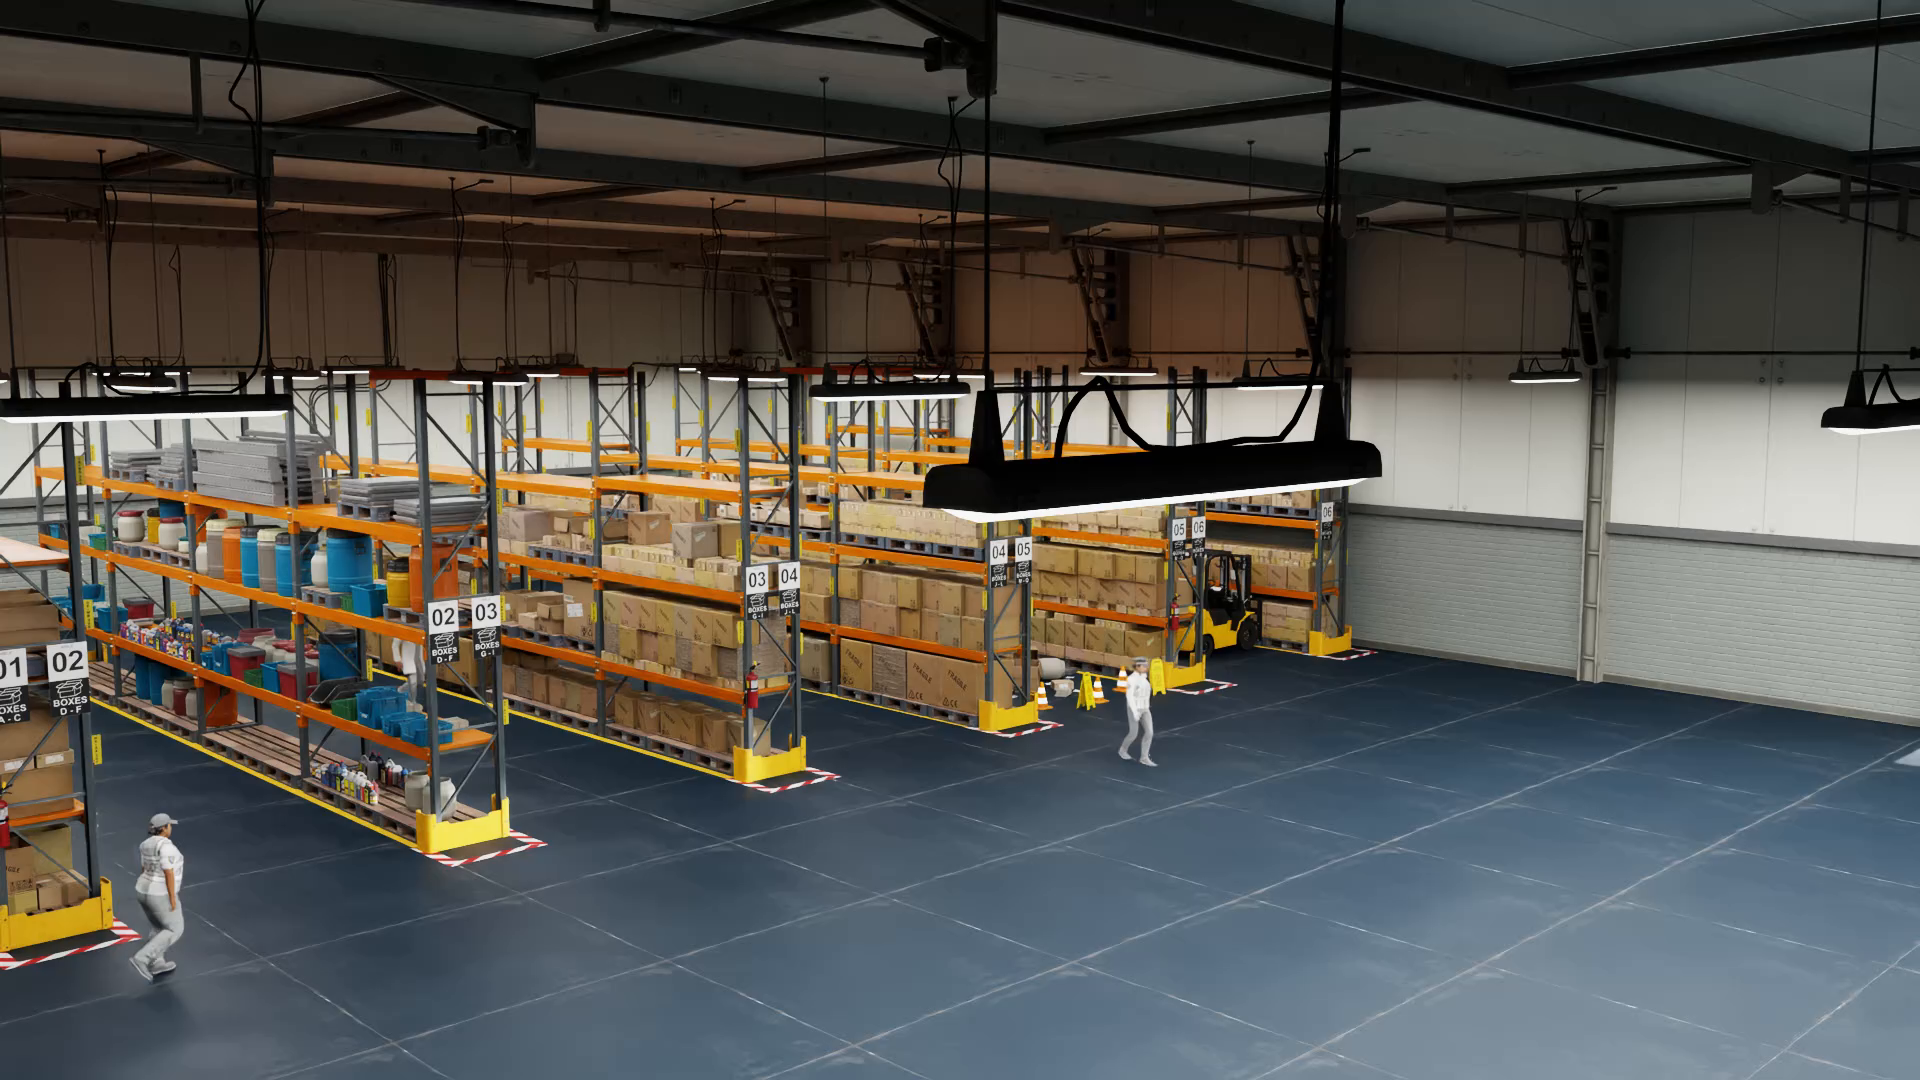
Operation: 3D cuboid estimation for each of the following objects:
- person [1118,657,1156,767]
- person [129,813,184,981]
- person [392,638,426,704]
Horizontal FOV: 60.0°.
[{"bbox_3d":[2.764,2.642,25.672,0.684,1.679,0.561,6,9,43],"label":"person"},{"bbox_3d":[-8.157,3.611,16.805,0.499,1.650,0.637,5,8,38],"label":"person"},{"bbox_3d":[-9.778,2.144,29.479,0.753,1.762,0.669,4,8,32],"label":"person"}]
